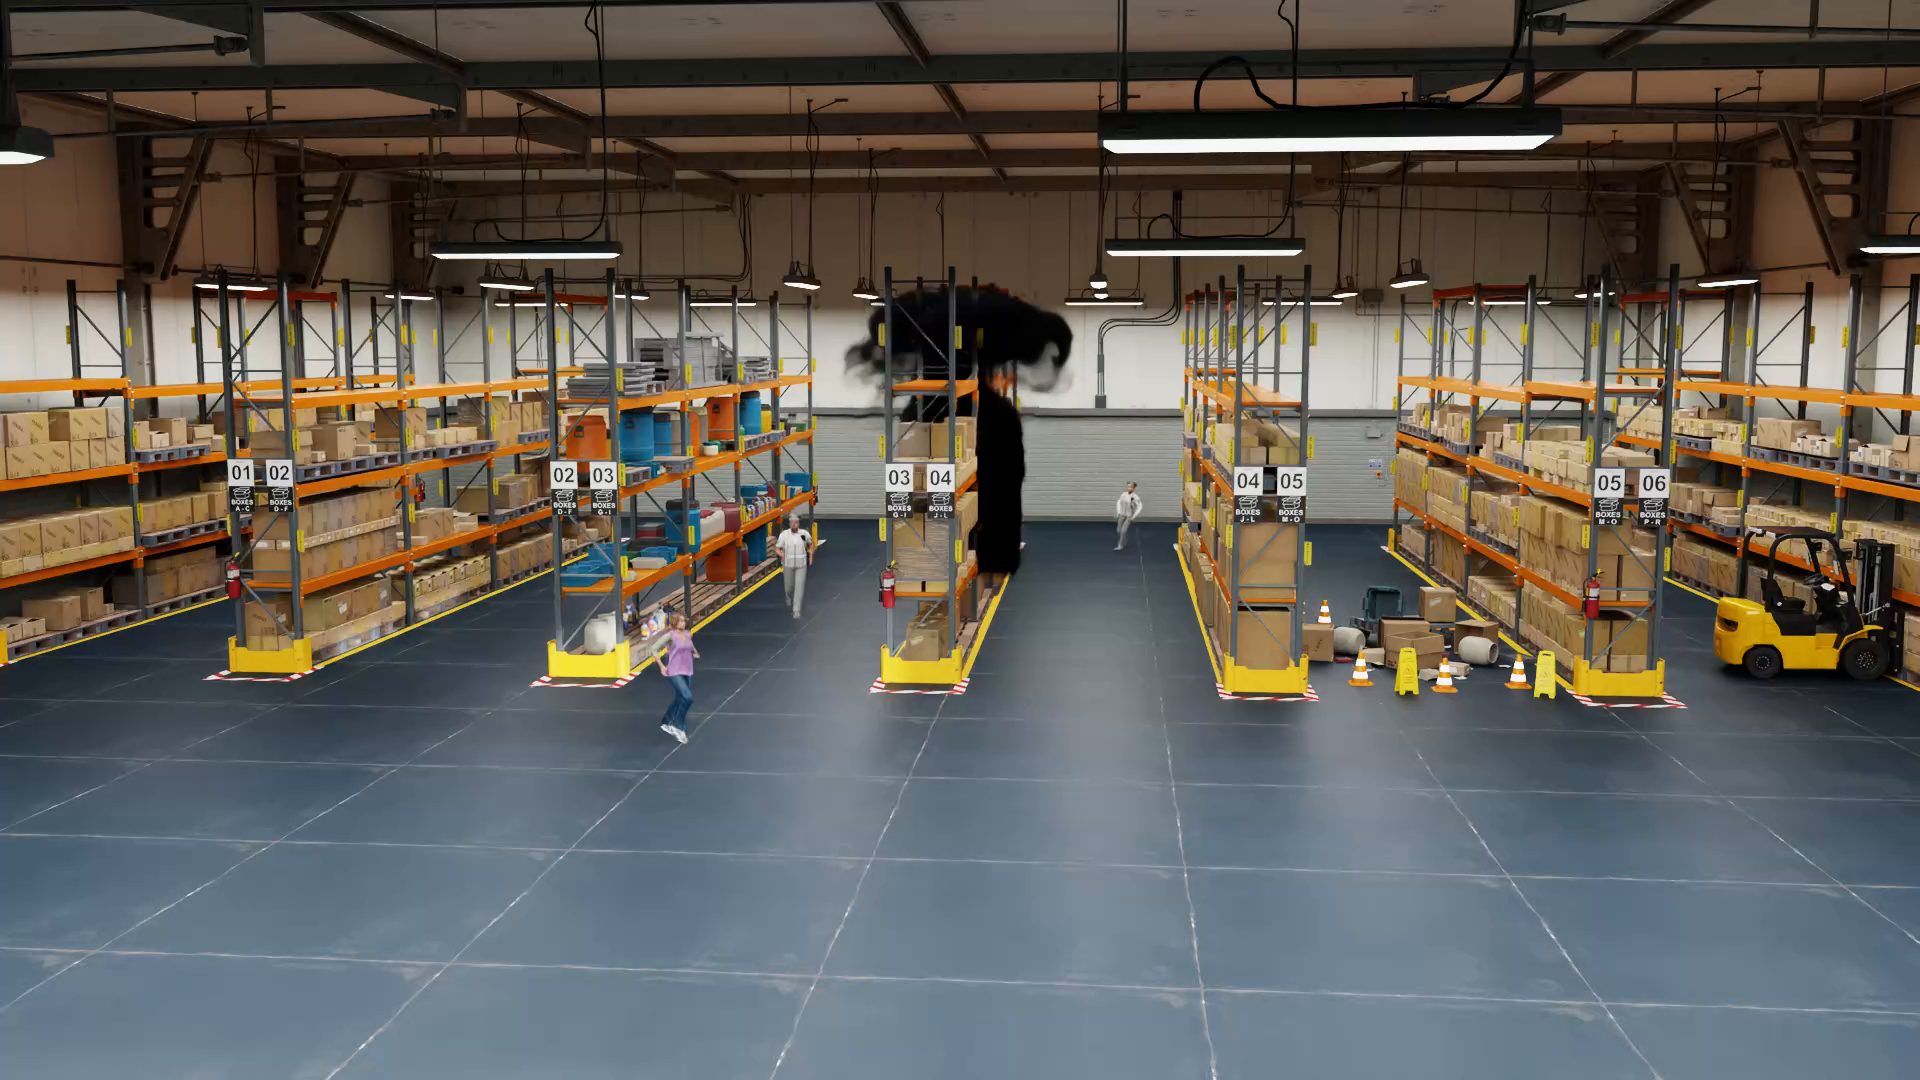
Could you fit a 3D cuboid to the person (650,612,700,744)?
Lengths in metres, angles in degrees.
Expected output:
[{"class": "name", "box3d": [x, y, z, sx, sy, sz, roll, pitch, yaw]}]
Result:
[{"class": "person", "box3d": [-3.494, 1.754, 20.688, 0.694, 1.533, 0.503, 4, 8, 31]}]

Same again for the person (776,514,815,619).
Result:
[{"class": "person", "box3d": [-2.785, 0.420, 28.210, 0.678, 1.754, 0.917, -1, 7, -7]}]

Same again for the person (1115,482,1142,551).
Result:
[{"class": "person", "box3d": [3.991, -0.576, 39.267, 0.673, 1.634, 0.571, 3, 8, 24]}]
